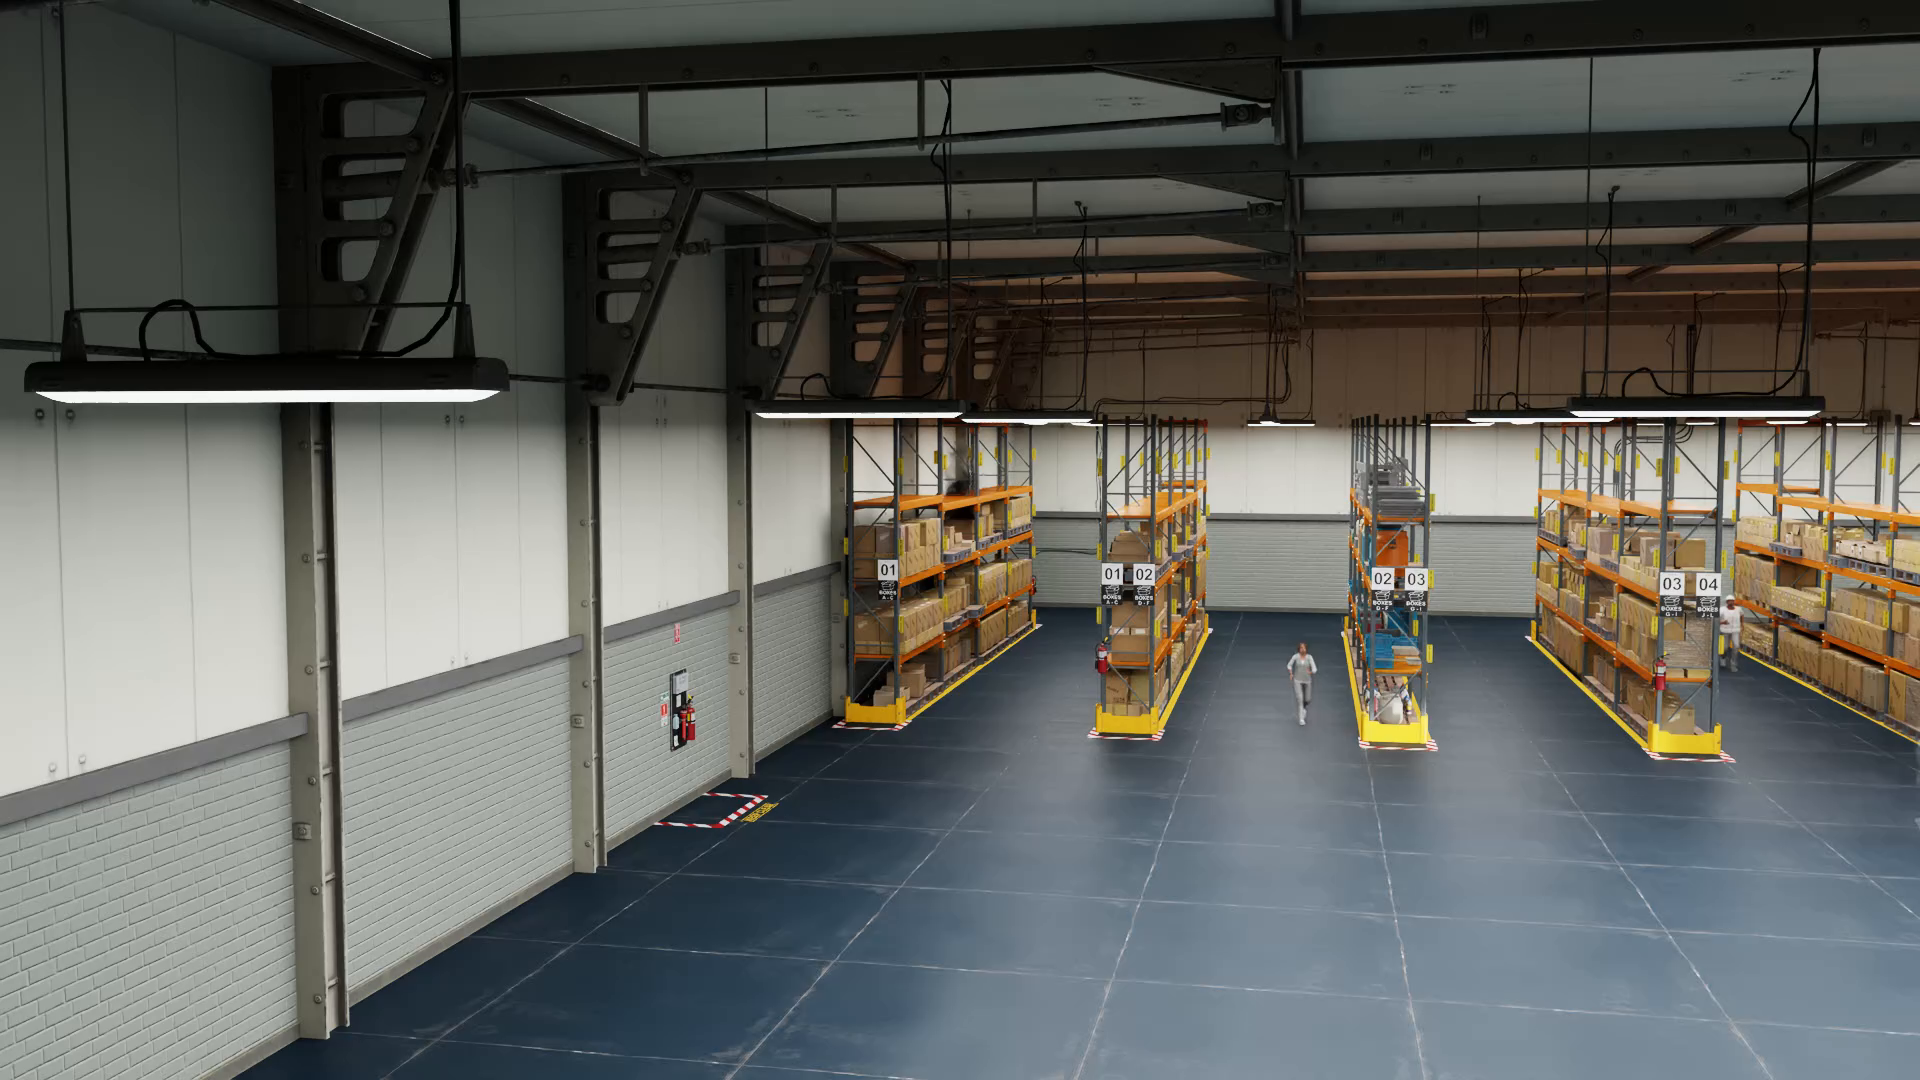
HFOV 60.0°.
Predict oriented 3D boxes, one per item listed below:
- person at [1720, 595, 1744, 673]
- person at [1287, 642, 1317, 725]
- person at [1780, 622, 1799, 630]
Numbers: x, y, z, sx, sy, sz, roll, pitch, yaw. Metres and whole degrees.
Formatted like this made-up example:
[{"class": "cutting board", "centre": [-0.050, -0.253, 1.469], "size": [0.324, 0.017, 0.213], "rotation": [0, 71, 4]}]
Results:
[{"class": "person", "centre": [18.301, 2.209, 39.552], "size": [0.700, 1.815, 0.856], "rotation": [1, 4, 14]}, {"class": "person", "centre": [6.657, 2.819, 32.379], "size": [0.547, 1.477, 0.823], "rotation": [0, 4, 4]}, {"class": "person", "centre": [22.137, 1.918, 44.382], "size": [0.754, 1.705, 0.746], "rotation": [-2, 4, -31]}]
